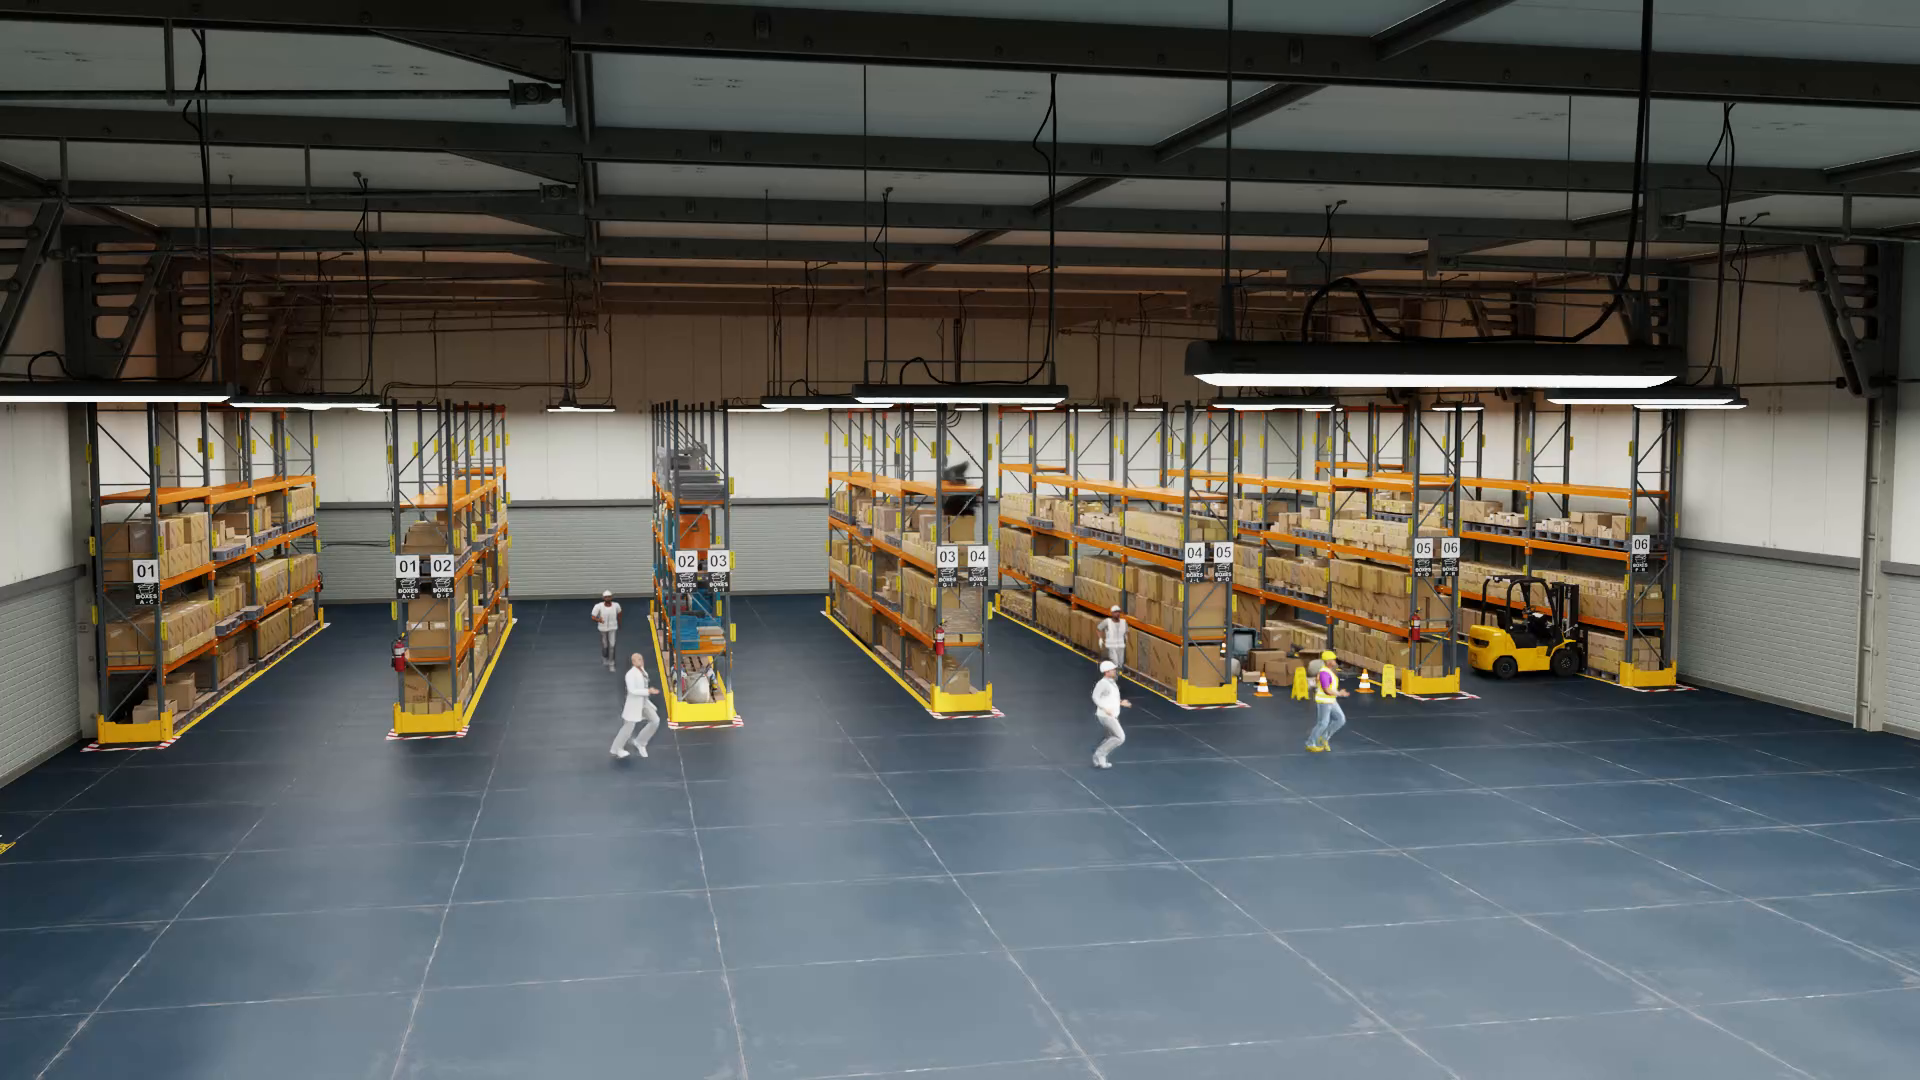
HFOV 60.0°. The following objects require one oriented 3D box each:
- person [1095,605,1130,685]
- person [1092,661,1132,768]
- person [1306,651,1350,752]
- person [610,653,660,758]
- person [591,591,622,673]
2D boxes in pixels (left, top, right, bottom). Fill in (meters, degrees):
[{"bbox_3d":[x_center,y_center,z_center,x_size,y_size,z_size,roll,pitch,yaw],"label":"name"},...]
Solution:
[{"bbox_3d":[3.227,2.240,34.413,0.660,1.768,0.668,-2,5,-22],"label":"person"},{"bbox_3d":[2.446,2.820,26.879,0.615,1.729,0.633,1,4,16],"label":"person"},{"bbox_3d":[6.222,2.730,28.052,0.757,1.737,0.674,2,5,25],"label":"person"},{"bbox_3d":[-5.349,2.751,27.652,0.904,1.767,0.726,2,5,22],"label":"person"},{"bbox_3d":[-7.916,2.025,37.284,0.686,1.789,0.888,-1,4,-14],"label":"person"}]
